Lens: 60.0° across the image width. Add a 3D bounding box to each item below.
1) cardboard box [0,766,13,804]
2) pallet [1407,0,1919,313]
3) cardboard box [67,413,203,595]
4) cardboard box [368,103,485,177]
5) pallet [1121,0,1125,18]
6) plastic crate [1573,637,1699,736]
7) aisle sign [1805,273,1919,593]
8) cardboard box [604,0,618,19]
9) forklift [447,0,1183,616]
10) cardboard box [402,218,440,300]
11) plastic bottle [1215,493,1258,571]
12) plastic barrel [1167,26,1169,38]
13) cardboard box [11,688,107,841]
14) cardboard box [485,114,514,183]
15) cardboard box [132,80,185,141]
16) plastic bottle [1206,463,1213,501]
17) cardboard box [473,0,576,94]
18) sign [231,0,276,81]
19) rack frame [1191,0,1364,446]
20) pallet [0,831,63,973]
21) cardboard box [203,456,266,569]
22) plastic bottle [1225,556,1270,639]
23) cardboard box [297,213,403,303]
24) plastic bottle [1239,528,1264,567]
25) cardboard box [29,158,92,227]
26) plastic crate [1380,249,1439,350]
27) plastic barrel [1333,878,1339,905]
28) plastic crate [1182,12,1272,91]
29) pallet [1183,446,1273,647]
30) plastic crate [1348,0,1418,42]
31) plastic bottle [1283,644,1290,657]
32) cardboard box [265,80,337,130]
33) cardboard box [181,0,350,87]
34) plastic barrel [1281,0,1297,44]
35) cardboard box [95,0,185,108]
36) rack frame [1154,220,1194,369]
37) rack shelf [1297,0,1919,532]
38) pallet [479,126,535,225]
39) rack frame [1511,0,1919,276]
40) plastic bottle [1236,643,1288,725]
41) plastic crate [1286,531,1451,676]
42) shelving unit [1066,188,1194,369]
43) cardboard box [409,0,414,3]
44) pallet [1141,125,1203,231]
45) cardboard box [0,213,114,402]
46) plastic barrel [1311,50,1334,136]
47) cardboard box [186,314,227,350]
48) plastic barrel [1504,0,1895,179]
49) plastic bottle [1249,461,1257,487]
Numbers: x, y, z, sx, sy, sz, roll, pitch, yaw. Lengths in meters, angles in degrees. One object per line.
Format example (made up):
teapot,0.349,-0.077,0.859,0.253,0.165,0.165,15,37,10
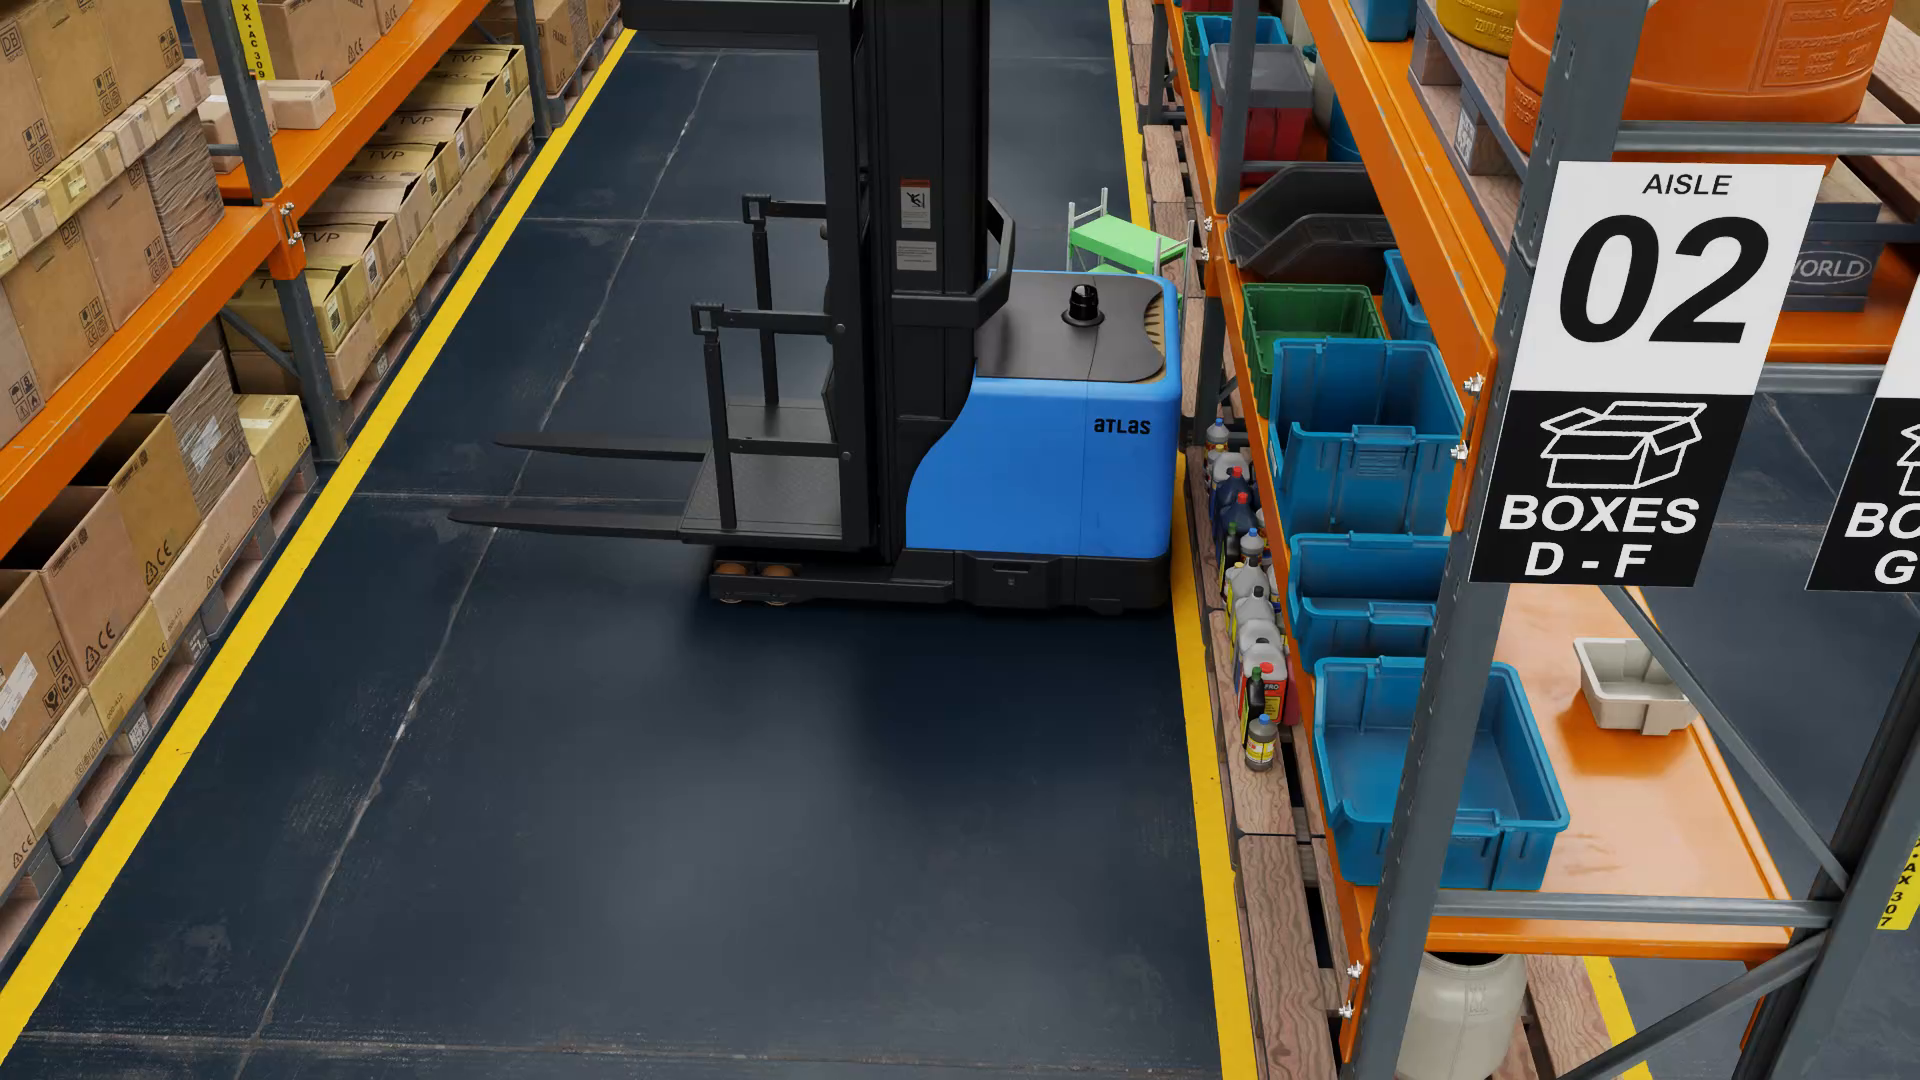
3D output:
cardboard box,-3.286,0.725,4.983,0.500,0.500,0.500,1,35,2
pallet,1.532,-0.837,3.388,1.003,0.211,1.213,1,35,2
cardboard box,-3.236,-0.137,6.210,0.500,0.500,0.500,1,35,2
cardboard box,-3.040,-2.308,9.464,0.500,0.311,0.500,1,35,2
pallet,1.810,-4.525,13.506,1.003,0.211,1.213,1,35,2
plastic crate,1.758,0.387,4.320,0.298,0.136,0.250,1,35,2
aisle sign,1.691,-0.230,2.707,0.394,0.787,0.004,1,35,2
cardboard box,-2.867,-4.228,12.449,0.500,0.500,0.500,0,35,0
forklift,-0.625,-1.229,6.450,3.031,2.935,1.130,3,35,4
cardboard box,-3.084,-1.493,8.792,0.500,0.250,0.500,0,35,0
plastic bottle,1.107,-0.046,6.628,0.144,0.351,0.185,0,35,0
plastic barrel,1.770,-3.926,11.960,0.600,0.588,0.708,1,35,2
cardboard box,-3.268,0.745,5.608,0.500,0.250,0.500,1,35,2
cardboard box,-3.022,-2.370,10.039,0.500,0.250,0.500,1,35,1
cardboard box,-3.197,-1.632,6.313,0.380,0.149,0.250,1,35,1
plastic bottle,1.102,-0.258,7.059,0.097,0.201,0.097,0,35,0
cardboard box,-2.923,-3.339,11.184,0.500,0.500,0.500,3,35,4
sign,-2.833,-2.004,6.670,0.100,0.325,0.005,1,35,2
rack frame,1.561,-1.512,6.793,1.000,3.000,0.127,1,35,2
pallet,-3.560,1.370,5.117,1.003,0.211,1.213,1,35,2
cardboard box,-3.218,-0.117,6.834,0.500,0.250,0.500,1,35,2
plastic bottle,1.090,0.198,6.280,0.144,0.351,0.185,1,35,2
cardboard box,-3.097,-1.424,8.206,0.500,0.311,0.500,1,35,1
plastic bottle,1.138,0.072,6.529,0.097,0.271,0.097,0,35,0
cardboard box,-3.227,-1.190,5.683,0.380,0.149,0.250,1,35,2
plastic crate,1.788,-0.809,5.922,0.499,0.251,0.616,1,35,2
plastic barrel,1.371,0.964,5.068,0.421,0.512,0.421,0,35,0
plastic crate,1.349,-2.433,8.287,0.450,0.188,0.662,1,35,2
pallet,1.493,0.013,7.047,1.003,0.211,1.213,1,35,2
plastic crate,1.177,-1.538,4.234,0.392,0.384,0.575,1,35,2
plastic bottle,1.205,0.454,6.047,0.097,0.201,0.097,0,35,0
cardboard box,-3.148,-2.031,7.749,0.380,0.149,0.250,1,35,2
cardboard box,-3.319,-2.413,7.988,0.500,0.500,0.500,4,35,5
plastic barrel,1.866,-2.783,8.483,0.433,0.535,0.433,0,35,0
cardboard box,-3.399,-1.946,6.194,0.700,0.500,0.500,1,35,2
rack frame,0.912,-0.826,7.381,0.015,1.200,0.240,30,45,35
rack shelf,1.481,-1.296,4.503,1.077,0.370,4.000,1,35,2
pallet,-3.299,-2.314,10.359,1.003,0.211,1.213,1,35,2
rack frame,1.401,-1.669,1.798,1.000,3.000,0.127,1,35,2
plastic bottle,1.074,0.511,5.901,0.152,0.276,0.135,2,35,2
plastic crate,1.154,0.179,4.516,0.499,0.251,0.408,1,35,2
shelving unit,0.739,-0.925,7.522,0.503,1.200,0.258,30,45,35
cardboard box,-3.222,-3.090,9.257,0.380,0.149,0.250,4,35,5
pallet,1.652,-2.226,10.233,1.003,0.211,1.213,1,35,2
cardboard box,-3.438,-0.823,5.726,0.700,0.500,0.500,2,35,3
plastic barrel,1.819,-2.113,7.529,0.433,0.535,0.433,0,35,0
cardboard box,-3.658,-1.145,7.808,0.500,0.311,0.500,1,35,2
plastic barrel,1.293,-1.071,2.818,0.600,0.830,0.708,1,35,2
plastic bottle,1.231,-0.220,6.934,0.061,0.283,0.133,1,35,2
